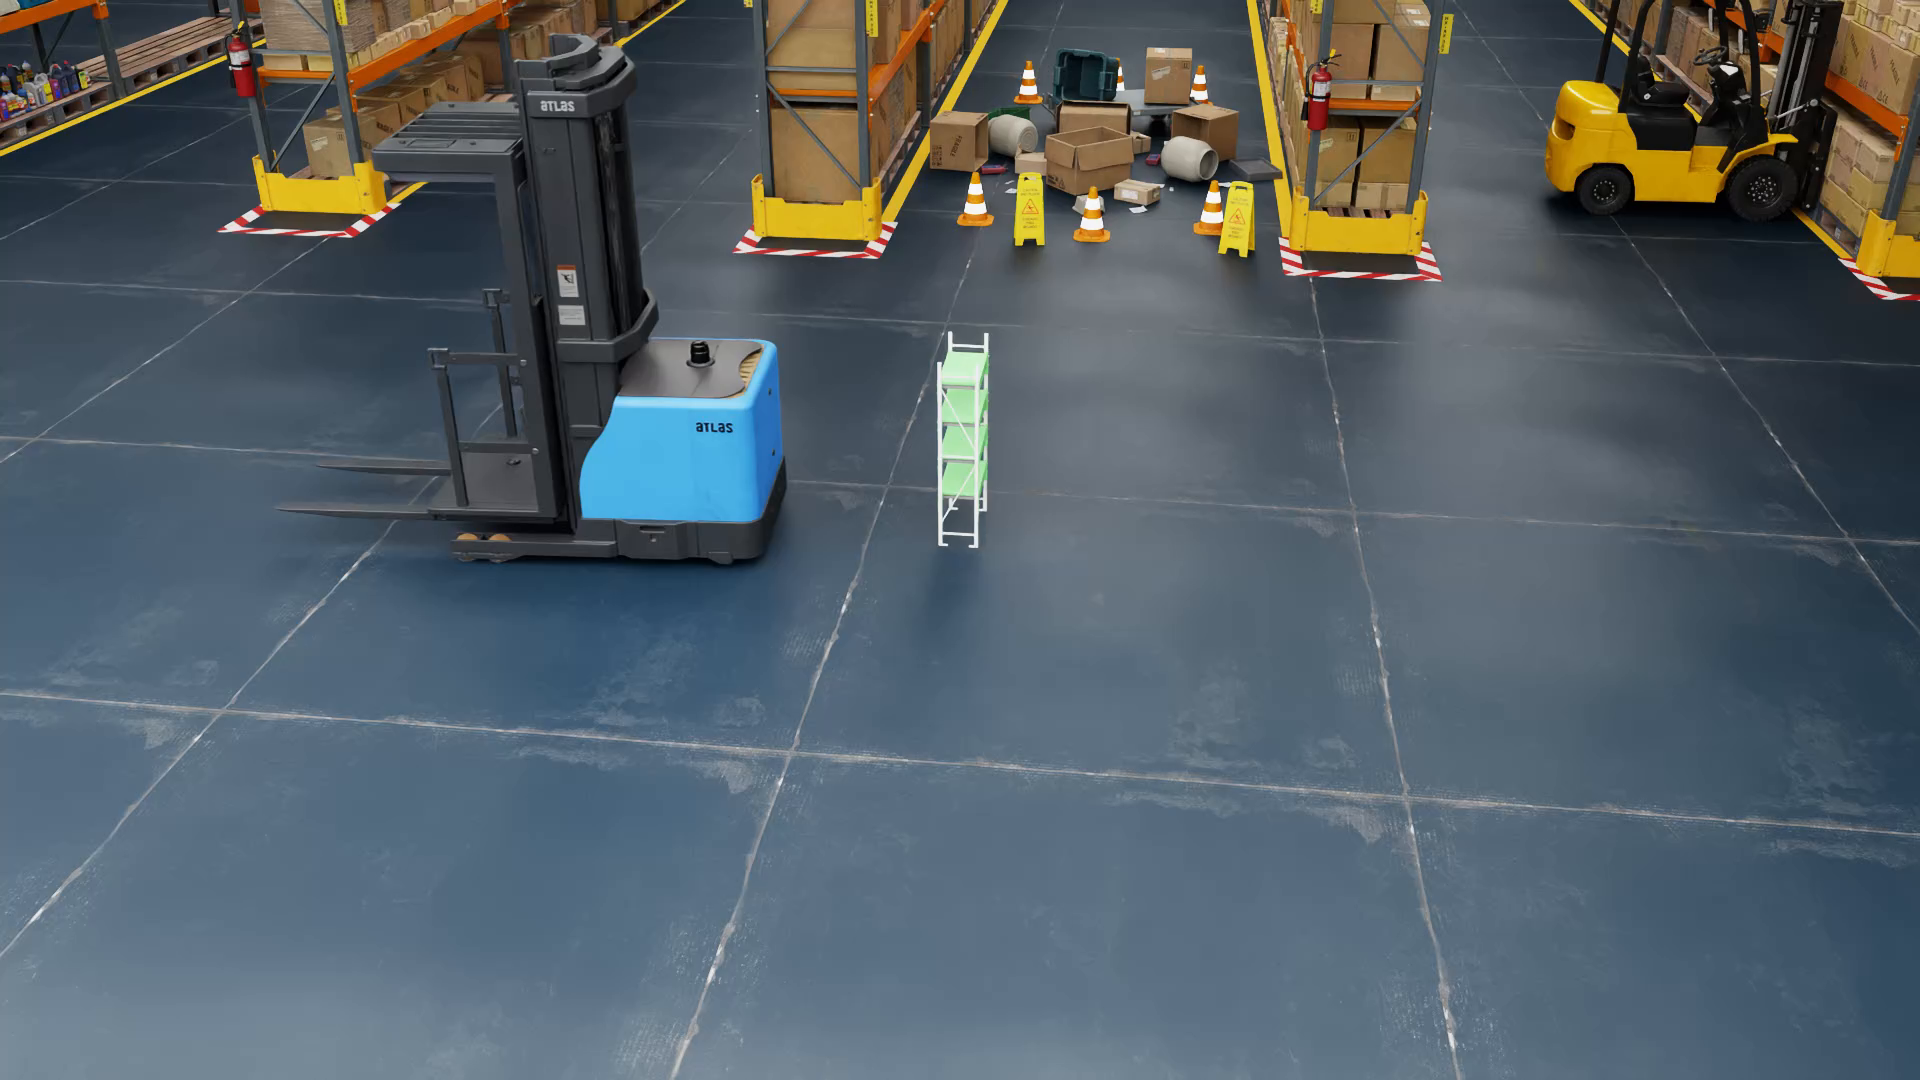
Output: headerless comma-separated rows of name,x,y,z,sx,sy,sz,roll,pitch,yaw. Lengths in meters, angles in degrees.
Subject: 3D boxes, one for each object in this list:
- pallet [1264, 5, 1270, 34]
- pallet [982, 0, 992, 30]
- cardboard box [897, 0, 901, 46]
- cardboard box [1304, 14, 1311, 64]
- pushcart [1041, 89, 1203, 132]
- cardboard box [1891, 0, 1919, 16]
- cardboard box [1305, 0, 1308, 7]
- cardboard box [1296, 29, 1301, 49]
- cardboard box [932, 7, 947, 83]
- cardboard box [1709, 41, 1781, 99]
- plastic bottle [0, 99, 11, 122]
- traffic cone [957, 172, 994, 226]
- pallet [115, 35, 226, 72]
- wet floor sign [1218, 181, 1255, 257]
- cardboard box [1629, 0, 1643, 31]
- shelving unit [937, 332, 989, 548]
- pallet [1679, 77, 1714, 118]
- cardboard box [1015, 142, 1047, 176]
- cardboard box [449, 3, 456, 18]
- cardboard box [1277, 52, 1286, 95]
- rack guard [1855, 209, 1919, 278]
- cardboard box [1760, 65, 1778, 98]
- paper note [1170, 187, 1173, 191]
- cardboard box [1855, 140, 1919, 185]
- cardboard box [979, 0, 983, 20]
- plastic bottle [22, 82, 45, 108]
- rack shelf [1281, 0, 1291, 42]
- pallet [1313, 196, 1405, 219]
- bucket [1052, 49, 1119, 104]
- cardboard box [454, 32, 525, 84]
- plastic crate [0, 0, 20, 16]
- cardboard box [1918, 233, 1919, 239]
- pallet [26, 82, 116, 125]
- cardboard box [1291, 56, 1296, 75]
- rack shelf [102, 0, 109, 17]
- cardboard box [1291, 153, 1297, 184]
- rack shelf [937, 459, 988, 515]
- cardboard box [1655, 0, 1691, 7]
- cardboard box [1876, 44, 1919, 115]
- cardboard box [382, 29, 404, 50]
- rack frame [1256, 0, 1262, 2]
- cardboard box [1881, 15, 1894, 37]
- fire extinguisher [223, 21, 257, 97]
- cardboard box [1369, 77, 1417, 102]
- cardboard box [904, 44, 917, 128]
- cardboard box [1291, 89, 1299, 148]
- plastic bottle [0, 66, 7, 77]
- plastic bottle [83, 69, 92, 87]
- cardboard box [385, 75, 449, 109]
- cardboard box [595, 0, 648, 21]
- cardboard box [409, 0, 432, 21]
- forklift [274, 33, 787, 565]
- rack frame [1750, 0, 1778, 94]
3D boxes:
pallet,4.904,-7.448,23.853,1.003,0.211,1.213,3,28,6
pallet,-0.095,-7.689,24.300,1.003,0.211,1.213,3,28,6
cardboard box,-1.061,-5.222,16.623,0.875,0.550,0.500,3,28,6
cardboard box,3.459,-4.653,15.304,0.500,0.500,0.500,3,29,6
pushcart,1.821,-4.808,18.777,1.648,0.377,0.936,-6,29,-11
cardboard box,8.471,-4.681,14.673,0.380,0.149,0.250,4,29,7
cardboard box,3.516,-5.077,15.038,0.700,0.500,0.500,4,29,7
cardboard box,3.567,-5.012,16.655,0.380,0.149,0.250,3,29,6
cardboard box,-0.726,-6.039,20.227,1.050,0.750,0.750,3,28,6
cardboard box,9.173,-5.317,19.018,0.875,0.625,0.625,3,28,6
plastic bottle,-10.573,-4.773,18.347,0.061,0.283,0.133,4,29,7
traffic cone,0.150,-3.261,15.816,0.336,0.463,0.334,3,28,6
pallet,-10.456,-6.437,21.977,1.003,0.211,1.213,3,28,6
wet floor sign,2.515,-2.907,14.965,0.267,0.644,0.232,14,31,24
cardboard box,9.479,-7.227,22.695,0.500,0.500,0.500,5,29,8
shelving unit,0.020,-0.606,10.110,0.258,1.200,0.503,3,28,6
pallet,9.216,-5.264,19.799,1.003,0.211,1.213,3,28,6
cardboard box,0.783,-3.974,17.346,0.396,0.266,0.258,8,29,15
cardboard box,-5.691,-5.735,17.998,0.380,0.149,0.250,3,28,6
cardboard box,4.237,-5.467,19.563,0.950,0.372,0.625,5,29,9
rack guard,8.524,-2.572,14.497,1.175,0.500,0.348,3,28,6
cardboard box,8.646,-4.772,17.347,0.500,0.250,0.500,3,28,5
paper note,2.141,-3.552,16.833,0.032,0.001,0.123,3,28,6
cardboard box,8.274,-3.333,14.677,0.500,0.250,0.500,4,29,8
cardboard box,0.053,-7.616,23.417,0.500,0.500,0.500,4,29,7
plastic bottle,-10.540,-5.073,18.912,0.152,0.276,0.135,4,29,7
rack shelf,4.335,-6.478,19.871,1.077,0.370,4.000,3,28,6
pallet,3.744,-3.159,15.891,1.003,0.211,1.213,3,28,6
bucket,1.437,-5.124,18.447,0.726,0.611,0.620,14,21,24
cardboard box,-5.648,-5.810,20.044,0.700,0.500,0.500,1,28,2
plastic crate,-10.608,-5.822,18.172,0.530,0.136,0.437,3,28,6
cardboard box,8.781,-2.878,14.886,0.500,0.250,0.500,3,29,6
pallet,-10.784,-5.176,19.635,1.003,0.211,1.213,3,28,6
cardboard box,3.614,-4.884,17.135,0.380,0.149,0.250,4,29,8
rack shelf,-10.415,-7.342,21.474,1.077,0.370,4.000,3,28,6
cardboard box,3.504,-3.585,16.197,0.500,0.250,0.500,3,29,6
rack shelf,0.020,-0.339,10.254,0.258,0.148,0.480,3,28,6
cardboard box,9.316,-7.067,21.714,0.380,0.149,0.250,2,28,4
cardboard box,8.327,-3.975,14.360,0.500,0.500,0.500,3,28,5
cardboard box,-5.821,-5.026,16.681,0.380,0.149,0.250,3,28,6
rack frame,5.071,-9.619,24.942,1.000,3.000,0.127,3,28,6
cardboard box,8.427,-4.550,14.743,0.380,0.149,0.250,3,28,6
fire extinguisher,-6.706,-4.485,15.495,0.296,0.674,0.183,3,28,6
cardboard box,3.847,-4.008,14.792,0.380,0.149,0.250,3,29,6
cardboard box,-0.981,-5.051,18.261,0.875,0.875,0.875,4,29,7
cardboard box,3.569,-4.150,16.457,0.500,0.500,0.500,3,28,5
plastic bottle,-11.171,-5.389,19.419,0.144,0.351,0.185,4,29,8
plastic bottle,-10.396,-5.490,19.765,0.097,0.201,0.097,0,28,0
cardboard box,-5.894,-4.761,18.117,0.500,0.500,0.500,1,28,2
cardboard box,-5.150,-7.885,23.522,1.225,0.875,0.875,2,28,4
cardboard box,-6.021,-5.689,17.228,0.875,0.500,0.500,3,28,6
forklift,-2.653,-1.403,9.763,3.031,2.935,1.130,2,28,3
rack frame,9.017,-5.567,17.420,1.000,3.000,0.127,3,28,6
